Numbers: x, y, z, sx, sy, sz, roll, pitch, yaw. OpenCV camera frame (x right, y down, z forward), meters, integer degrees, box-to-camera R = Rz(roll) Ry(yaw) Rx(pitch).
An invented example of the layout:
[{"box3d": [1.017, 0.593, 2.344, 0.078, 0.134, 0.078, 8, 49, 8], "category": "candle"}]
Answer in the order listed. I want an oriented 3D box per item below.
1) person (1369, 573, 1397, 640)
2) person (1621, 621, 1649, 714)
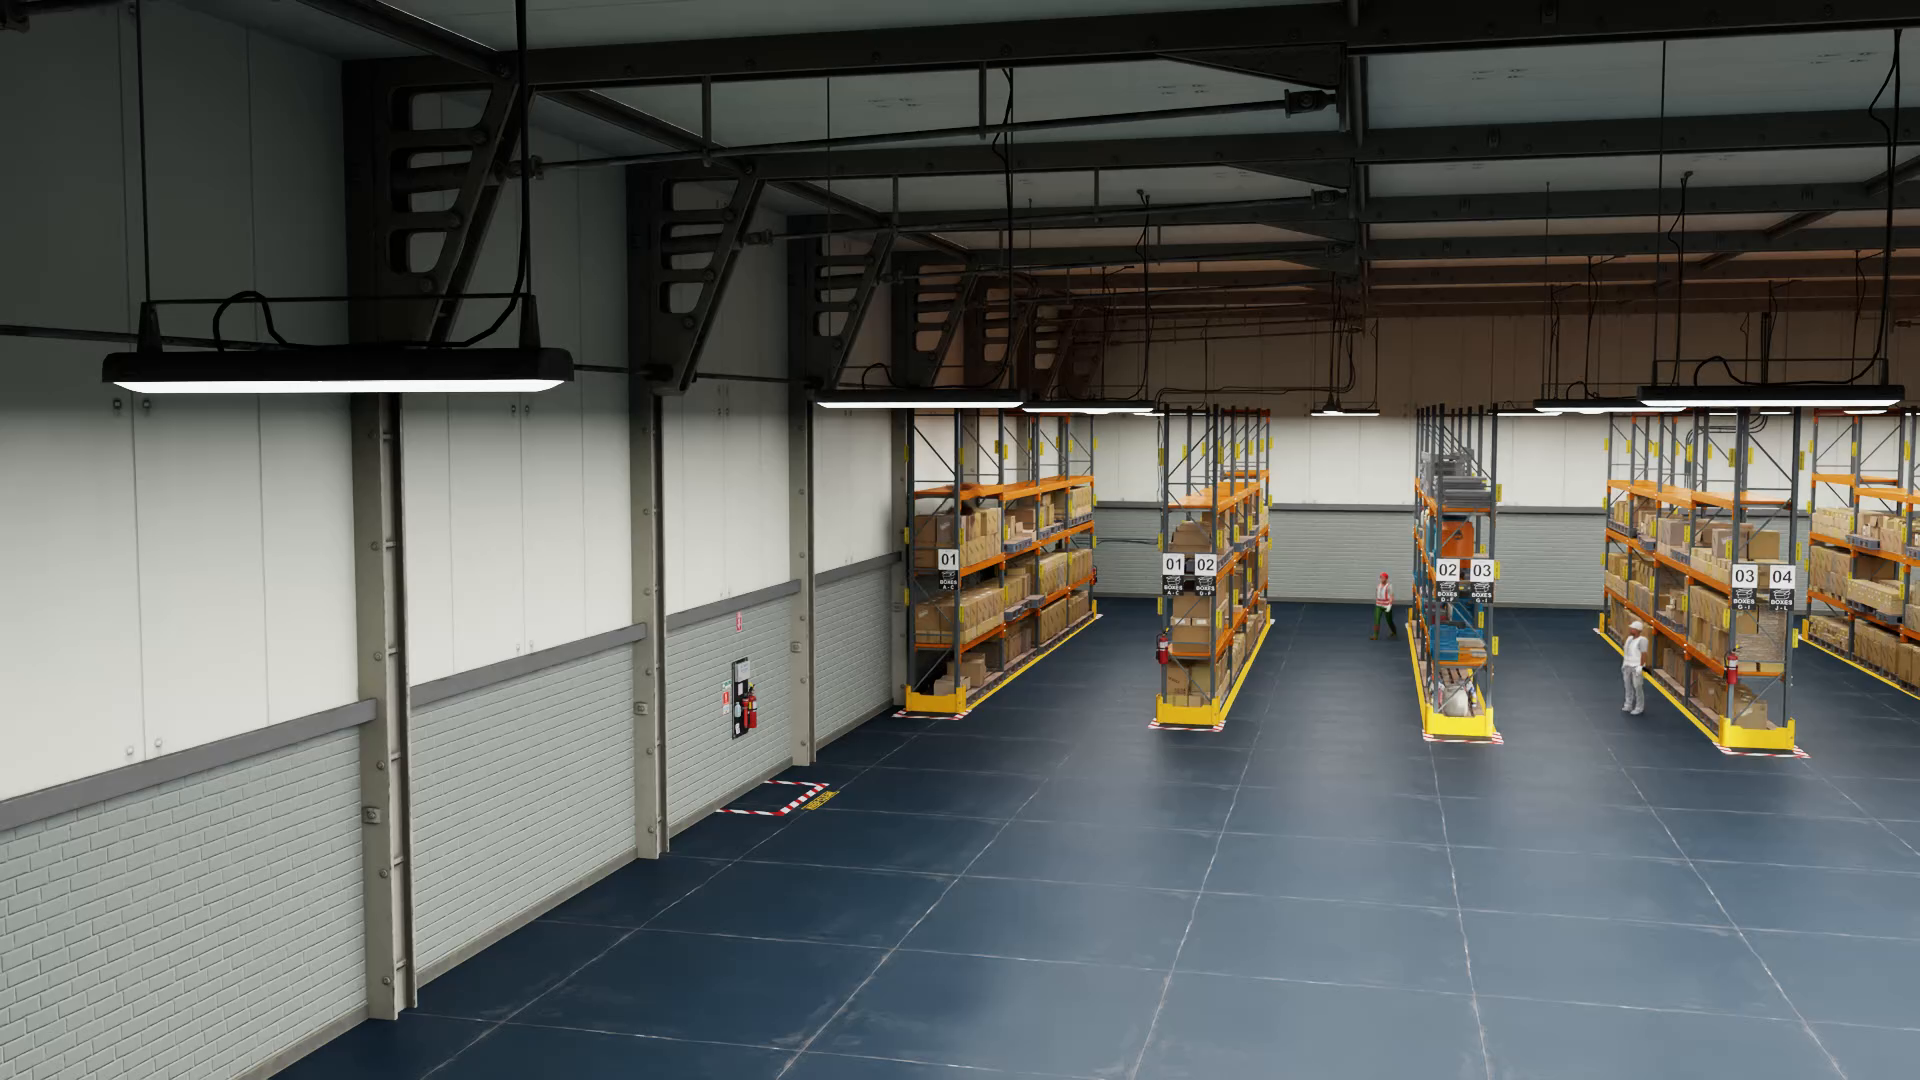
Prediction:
[{"box3d": [10.973, 1.719, 43.140, 0.613, 1.746, 1.057, 4, 5, 40], "category": "person"}, {"box3d": [13.138, 2.480, 32.415, 0.400, 1.800, 0.594, -2, 5, -24], "category": "person"}]
